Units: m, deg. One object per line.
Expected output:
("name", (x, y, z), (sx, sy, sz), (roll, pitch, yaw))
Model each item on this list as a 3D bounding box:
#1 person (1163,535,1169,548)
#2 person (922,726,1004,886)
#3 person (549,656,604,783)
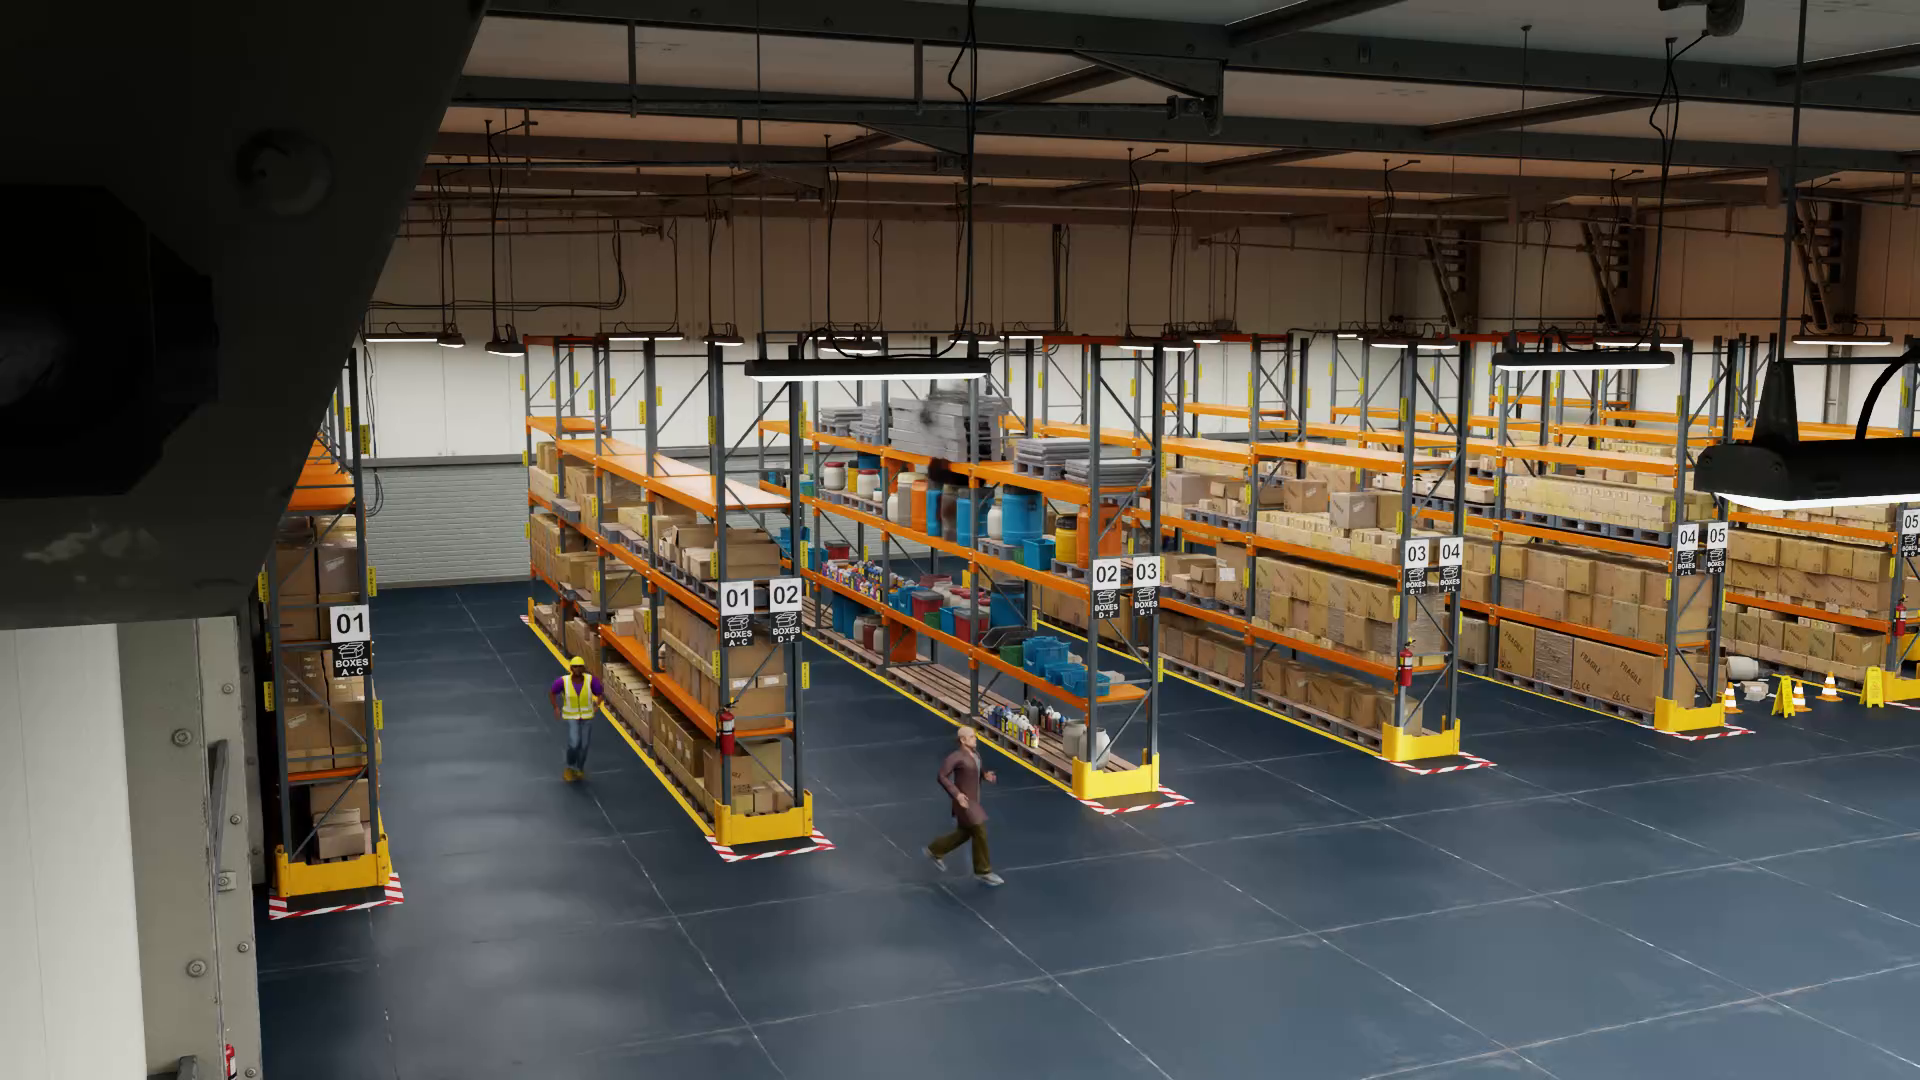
("person", (5.013, 0.016, 41.685), (0.479, 1.596, 0.660), (1, 8, 10))
("person", (0.040, 2.975, 18.758), (0.973, 1.780, 0.693), (2, 8, 15))
("person", (-5.203, 2.451, 22.730), (0.697, 1.750, 0.672), (-3, 8, -23))
